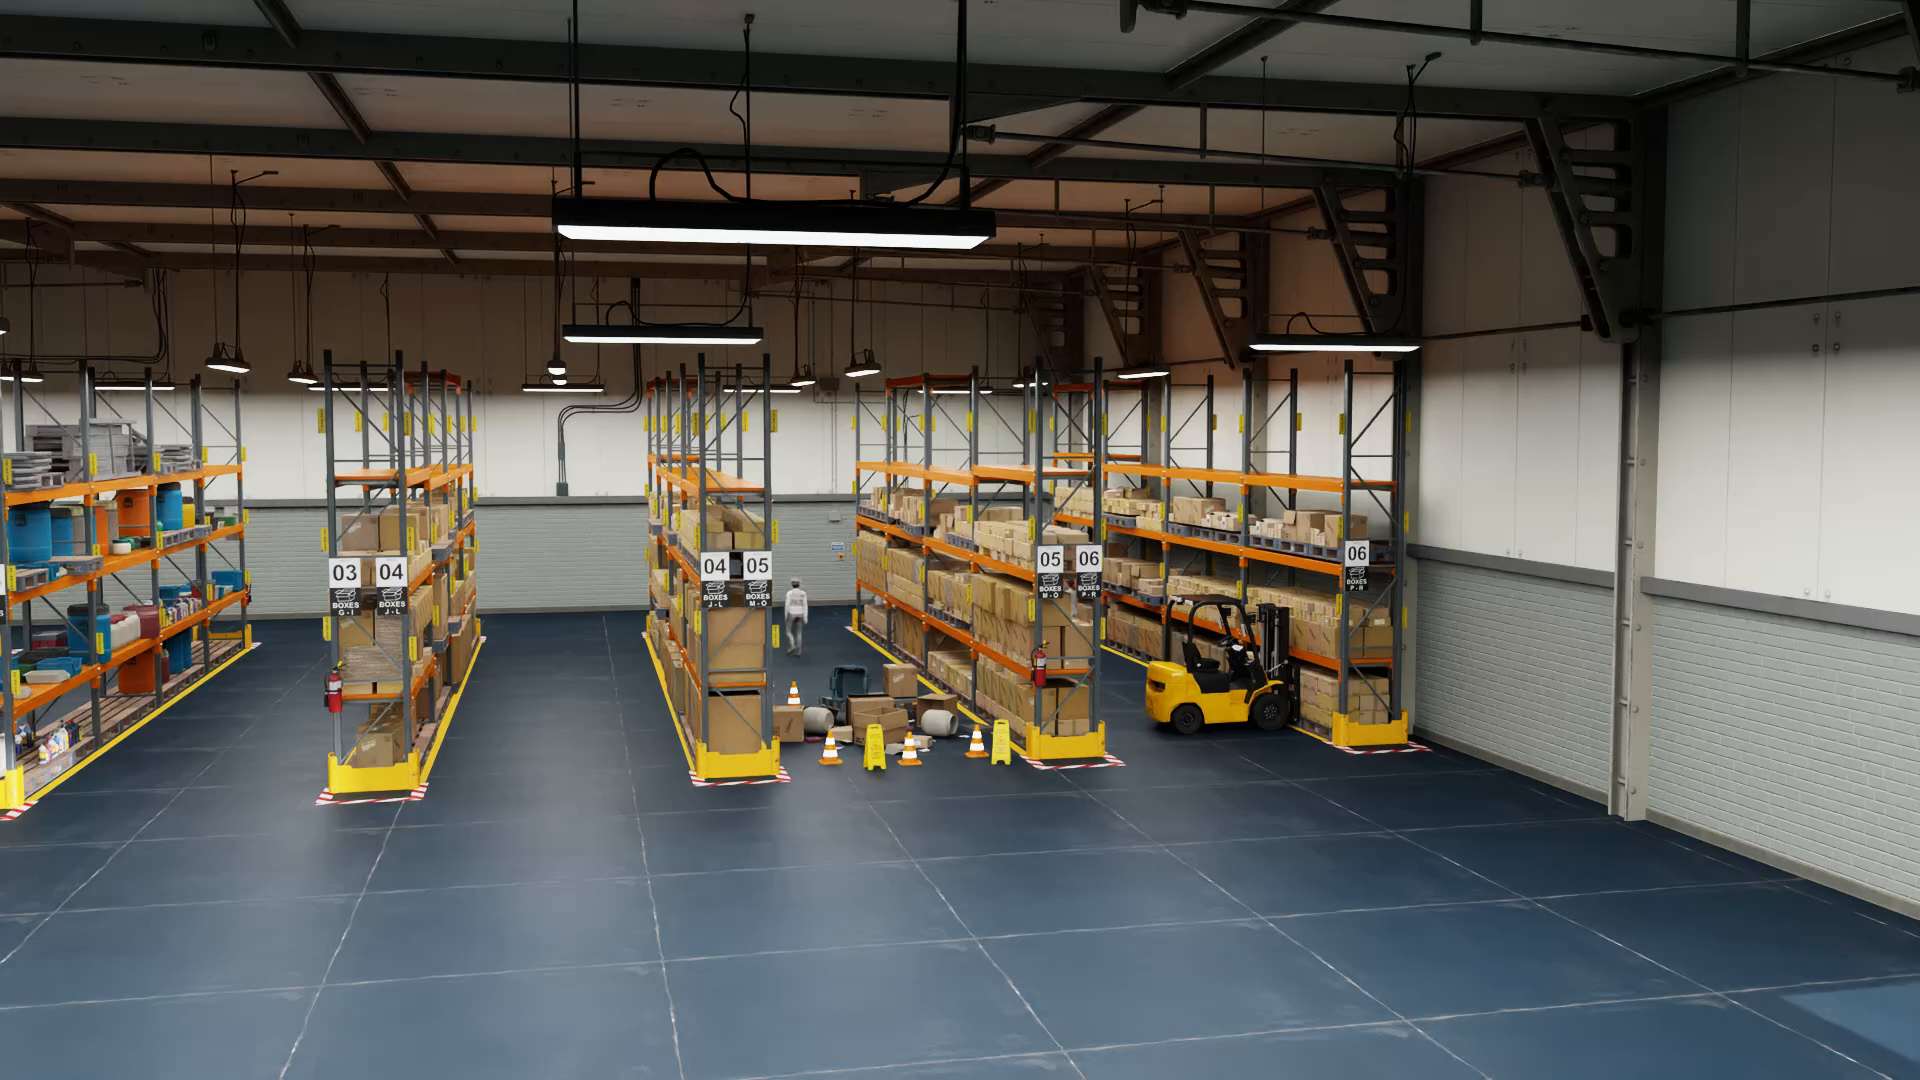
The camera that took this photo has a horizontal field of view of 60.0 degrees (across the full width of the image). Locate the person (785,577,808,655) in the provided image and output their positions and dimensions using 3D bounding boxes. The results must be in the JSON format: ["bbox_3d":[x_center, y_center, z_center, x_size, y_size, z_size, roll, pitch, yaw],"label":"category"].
[{"bbox_3d":[-3.533,1.660,35.975,0.514,1.677,0.439,-1,4,-20],"label":"person"}]

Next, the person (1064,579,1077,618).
[{"bbox_3d":[2.408,1.654,36.147,0.465,1.670,0.495,3,5,37],"label":"person"}]

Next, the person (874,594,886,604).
[{"bbox_3d":[-1.953,1.183,42.284,0.841,1.752,0.527,-2,5,-31],"label":"person"}]
